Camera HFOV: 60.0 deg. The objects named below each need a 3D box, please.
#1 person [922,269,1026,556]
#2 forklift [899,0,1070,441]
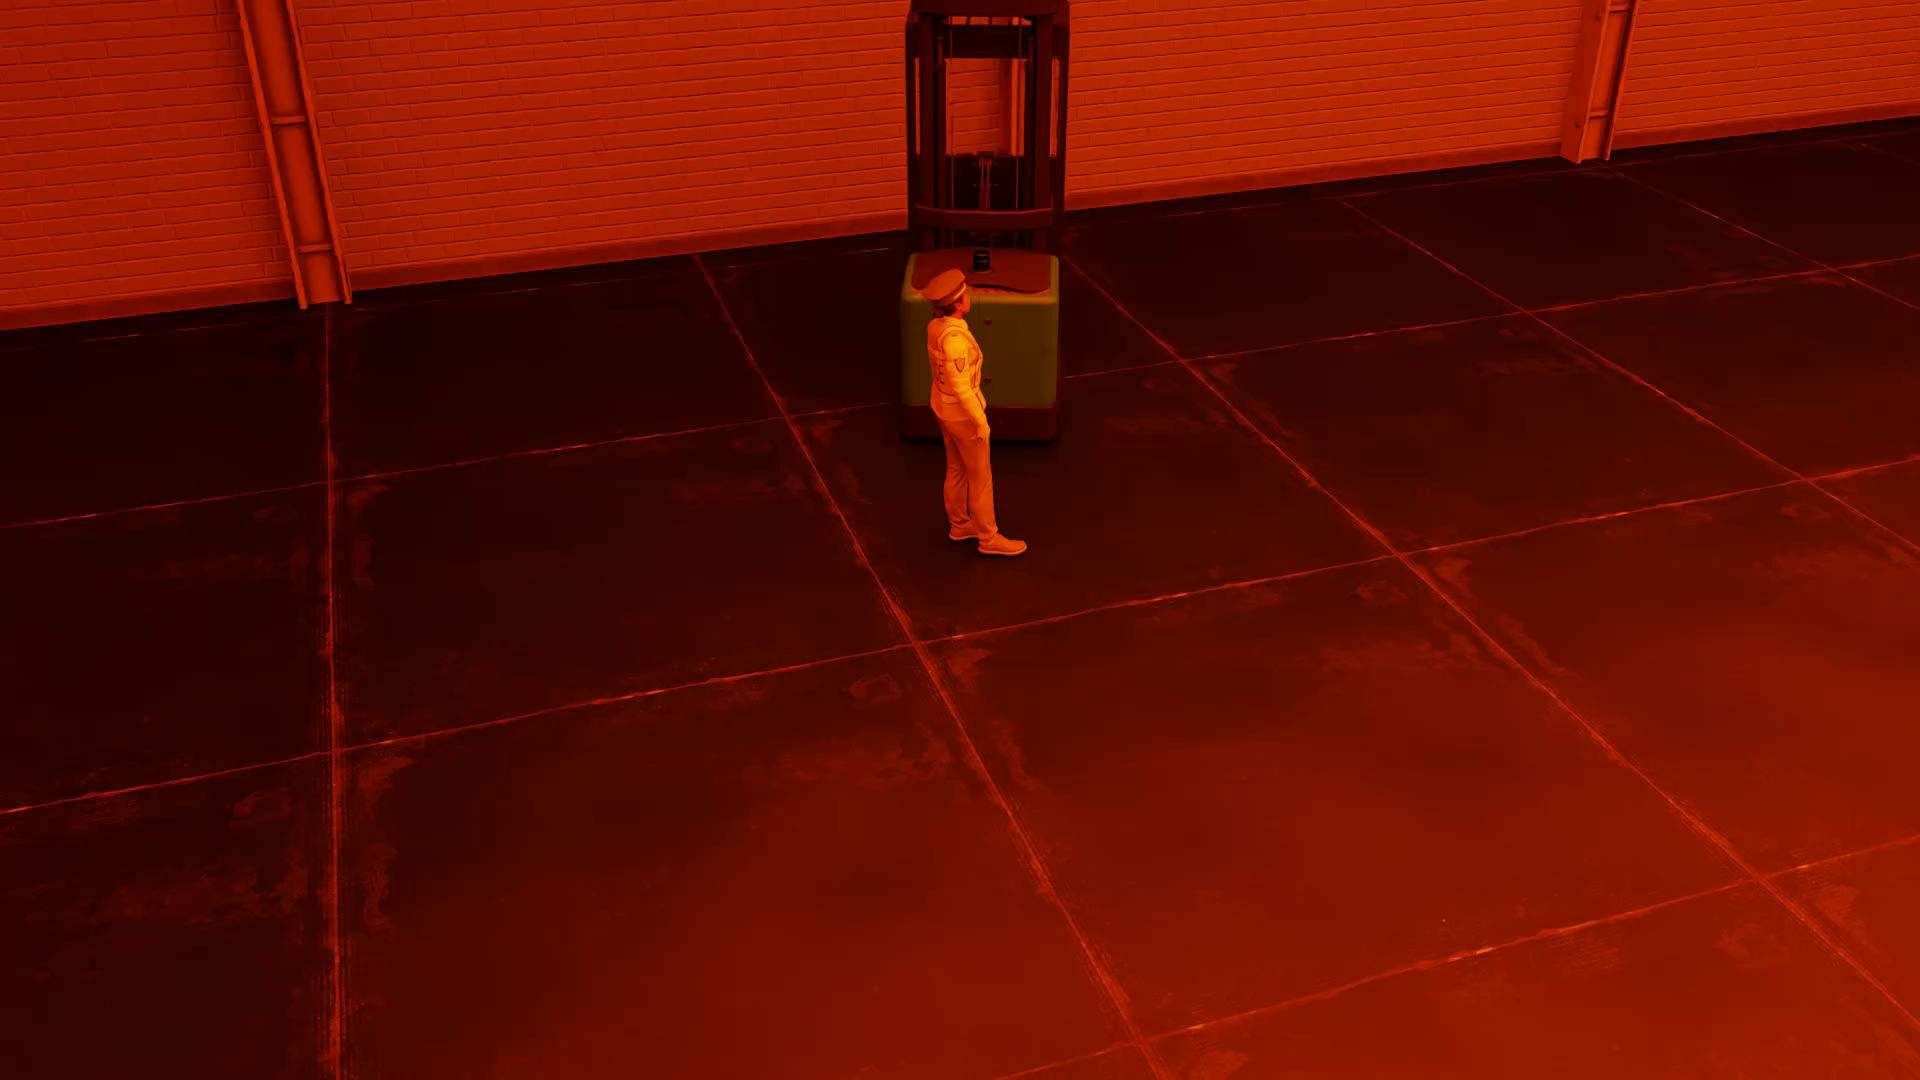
[{"bbox_3d":[0.067,-0.748,9.613,0.532,1.694,0.586,-10,31,-16],"label":"person"},{"bbox_3d":[0.193,-2.631,11.660,1.130,2.935,3.031,1,30,2],"label":"forklift"}]
